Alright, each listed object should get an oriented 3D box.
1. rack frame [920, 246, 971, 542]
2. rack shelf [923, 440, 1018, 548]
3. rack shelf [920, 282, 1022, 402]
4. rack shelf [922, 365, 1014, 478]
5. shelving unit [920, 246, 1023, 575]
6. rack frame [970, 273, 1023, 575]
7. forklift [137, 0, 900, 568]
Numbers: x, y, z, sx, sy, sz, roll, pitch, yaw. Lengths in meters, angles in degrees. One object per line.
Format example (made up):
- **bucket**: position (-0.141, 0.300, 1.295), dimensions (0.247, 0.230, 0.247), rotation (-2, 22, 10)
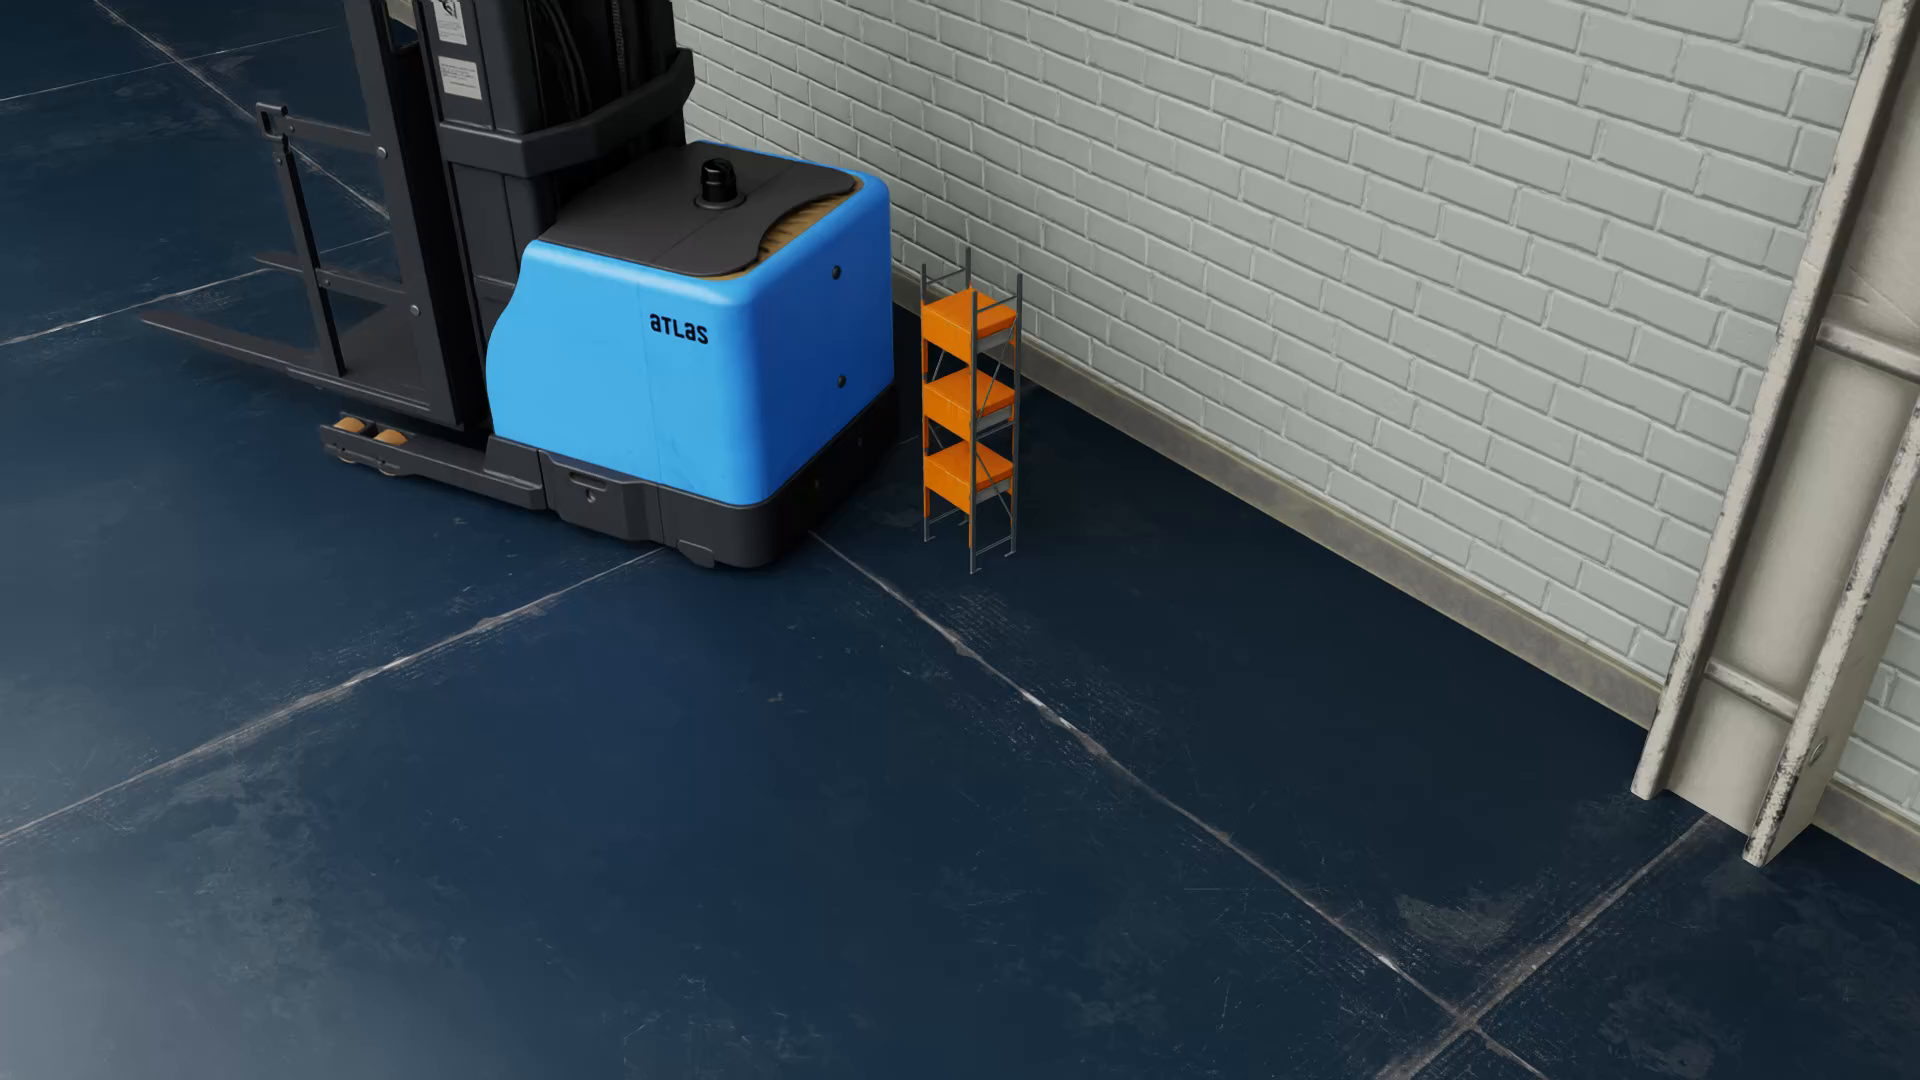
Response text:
- **rack frame**: position (-0.044, -0.459, 5.489), dimensions (0.200, 1.050, 0.008), rotation (-26, 43, -32)
- **rack shelf**: position (0.035, -0.169, 5.580), dimensions (0.215, 0.259, 0.240), rotation (-26, 43, -32)
- **rack shelf**: position (0.035, -0.628, 5.255), dimensions (0.215, 0.259, 0.240), rotation (-26, 43, -32)
- **rack shelf**: position (0.035, -0.396, 5.419), dimensions (0.215, 0.259, 0.240), rotation (-26, 43, -32)
- **shelving unit**: position (0.035, -0.405, 5.413), dimensions (0.215, 1.050, 0.252), rotation (-26, 43, -32)
- **rack frame**: position (0.113, -0.351, 5.337), dimensions (0.200, 1.050, 0.008), rotation (-26, 43, -32)
- **forklift**: position (-1.777, -1.685, 5.593), dimensions (3.031, 2.935, 1.130), rotation (16, 38, 21)
